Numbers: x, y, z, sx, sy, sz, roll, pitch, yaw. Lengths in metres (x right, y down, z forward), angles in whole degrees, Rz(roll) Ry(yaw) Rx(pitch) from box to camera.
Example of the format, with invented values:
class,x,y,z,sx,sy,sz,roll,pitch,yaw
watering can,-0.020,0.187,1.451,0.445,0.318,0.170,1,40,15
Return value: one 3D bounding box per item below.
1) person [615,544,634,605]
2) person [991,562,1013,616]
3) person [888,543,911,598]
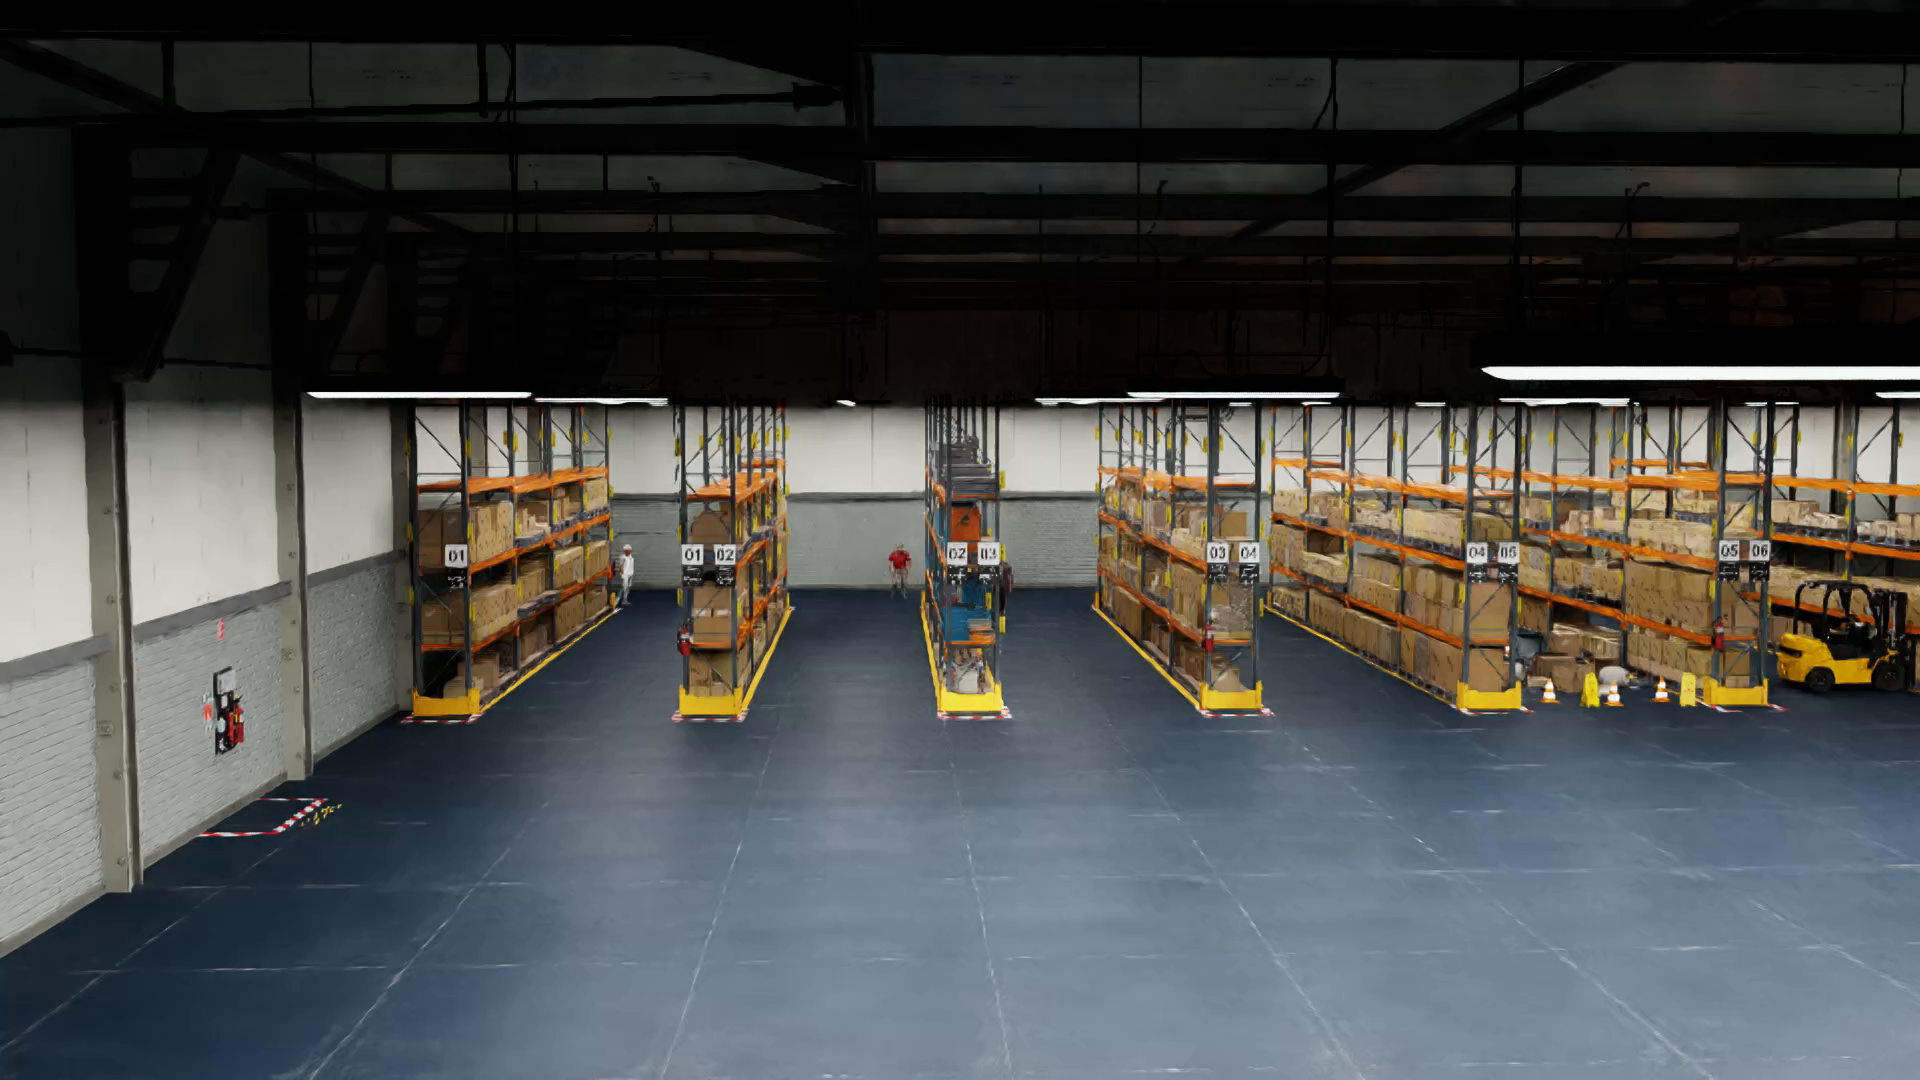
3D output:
class,x,y,z,sx,sy,sz,roll,pitch,yaw
person,-9.770,1.010,48.307,0.469,1.775,0.715,2,5,25
person,1.159,1.240,45.796,0.604,1.724,0.951,0,5,-4
person,-1.825,0.923,50.254,0.682,1.676,0.535,0,5,-4
